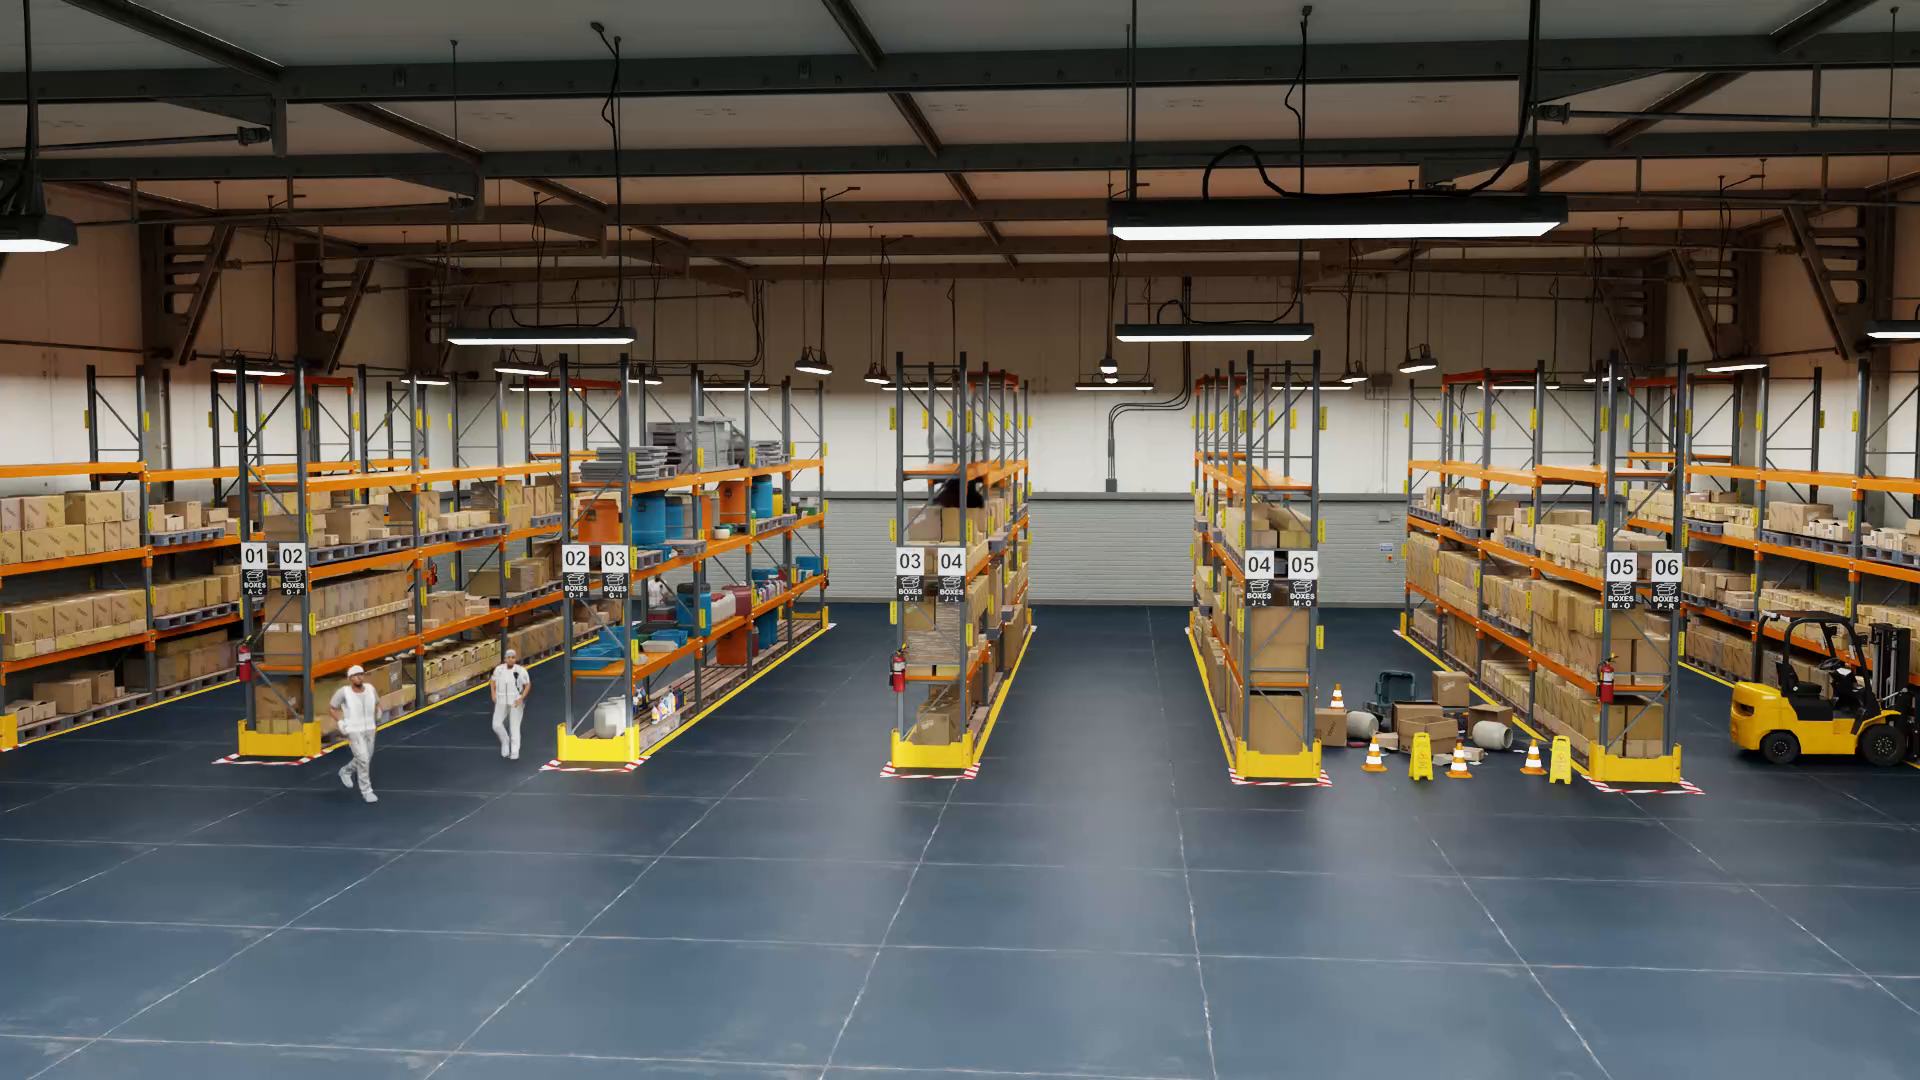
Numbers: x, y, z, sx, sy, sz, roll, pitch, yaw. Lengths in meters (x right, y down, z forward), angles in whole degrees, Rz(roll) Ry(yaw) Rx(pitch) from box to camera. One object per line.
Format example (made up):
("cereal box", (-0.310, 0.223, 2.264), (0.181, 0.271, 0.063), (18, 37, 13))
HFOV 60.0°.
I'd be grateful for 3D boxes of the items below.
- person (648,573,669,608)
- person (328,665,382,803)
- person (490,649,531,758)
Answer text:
("person", (-6.957, 1.477, 38.088), (0.561, 1.645, 0.585), (0, 4, -5))
("person", (-8.001, 2.547, 22.127), (0.882, 1.786, 0.670), (3, 5, 39))
("person", (-6.695, 2.438, 24.668), (0.629, 1.632, 0.556), (0, 4, -1))
